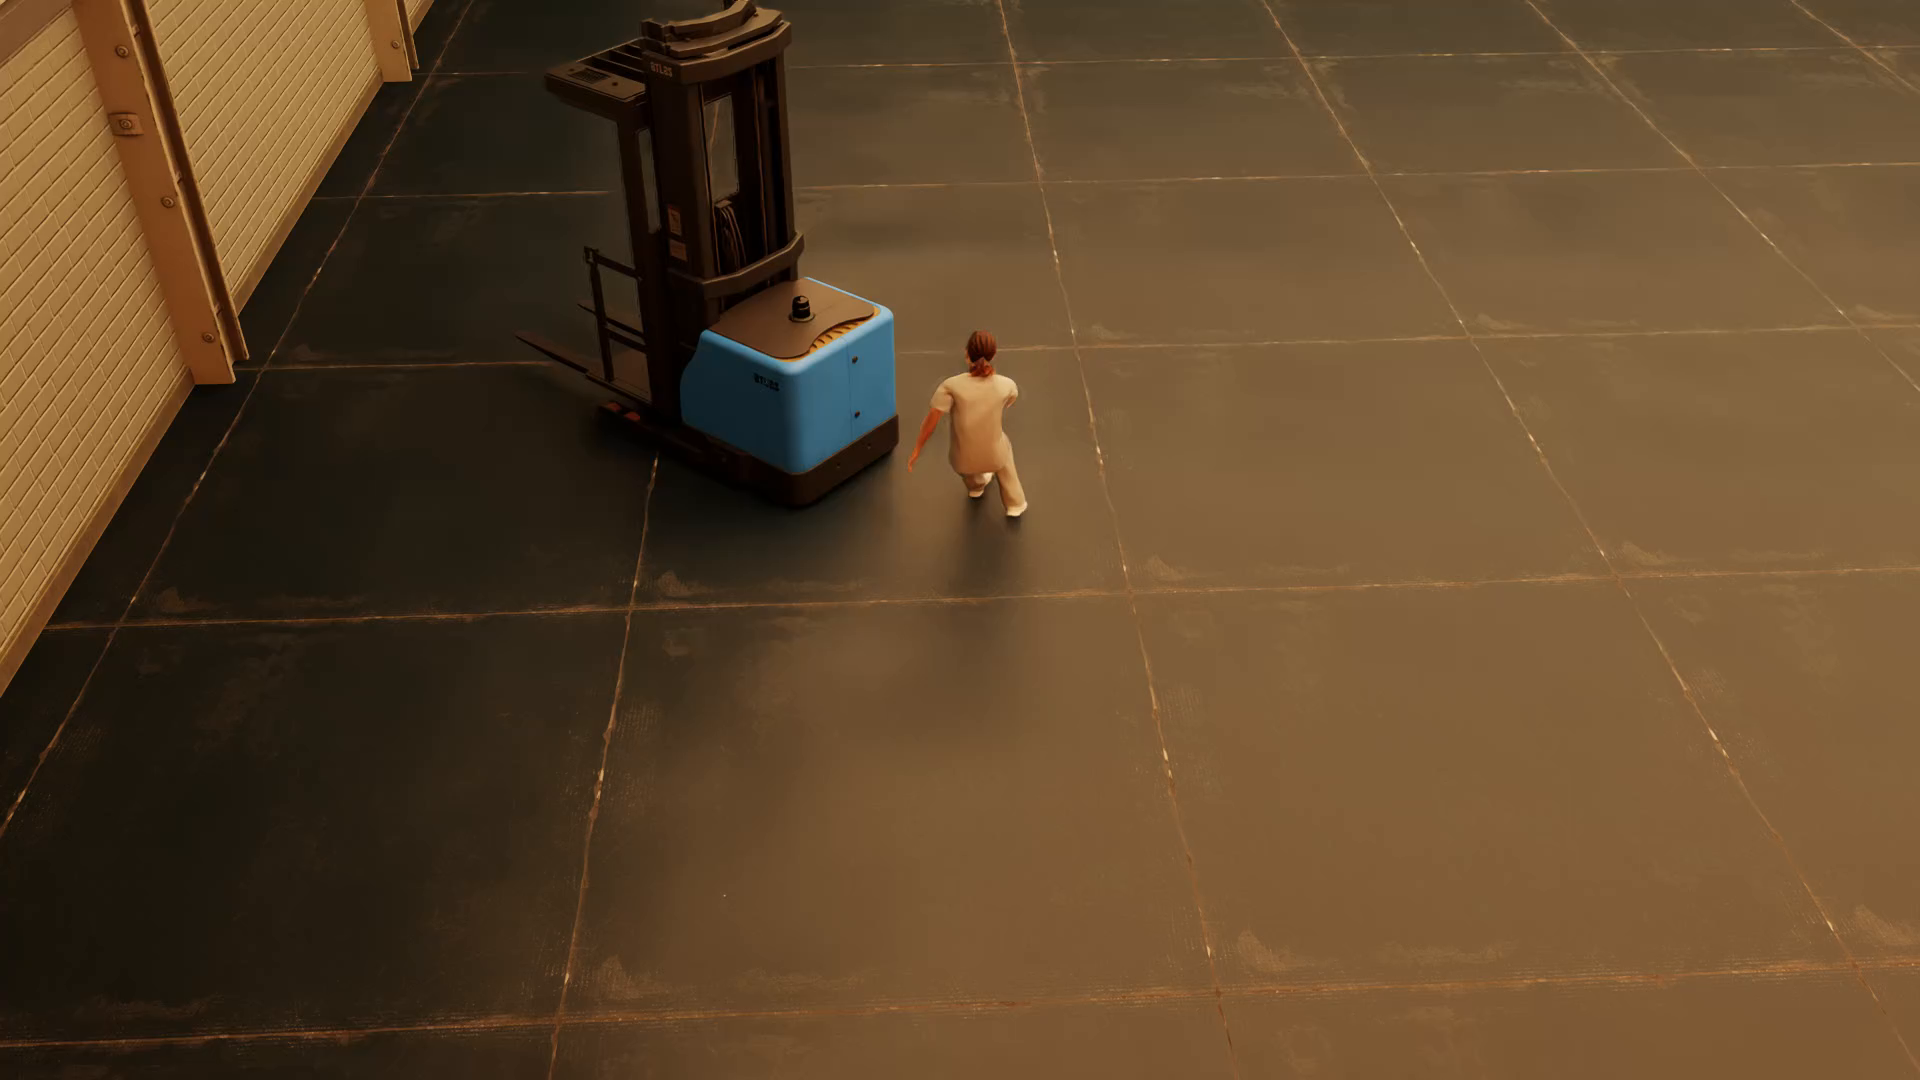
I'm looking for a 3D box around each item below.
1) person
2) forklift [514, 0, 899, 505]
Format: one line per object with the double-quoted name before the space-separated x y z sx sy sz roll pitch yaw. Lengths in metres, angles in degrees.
"person" 0.048 -0.710 10.346 0.827 1.445 0.874 -4 36 -6
"forklift" -1.882 -2.120 10.921 3.031 2.935 1.130 25 43 30
